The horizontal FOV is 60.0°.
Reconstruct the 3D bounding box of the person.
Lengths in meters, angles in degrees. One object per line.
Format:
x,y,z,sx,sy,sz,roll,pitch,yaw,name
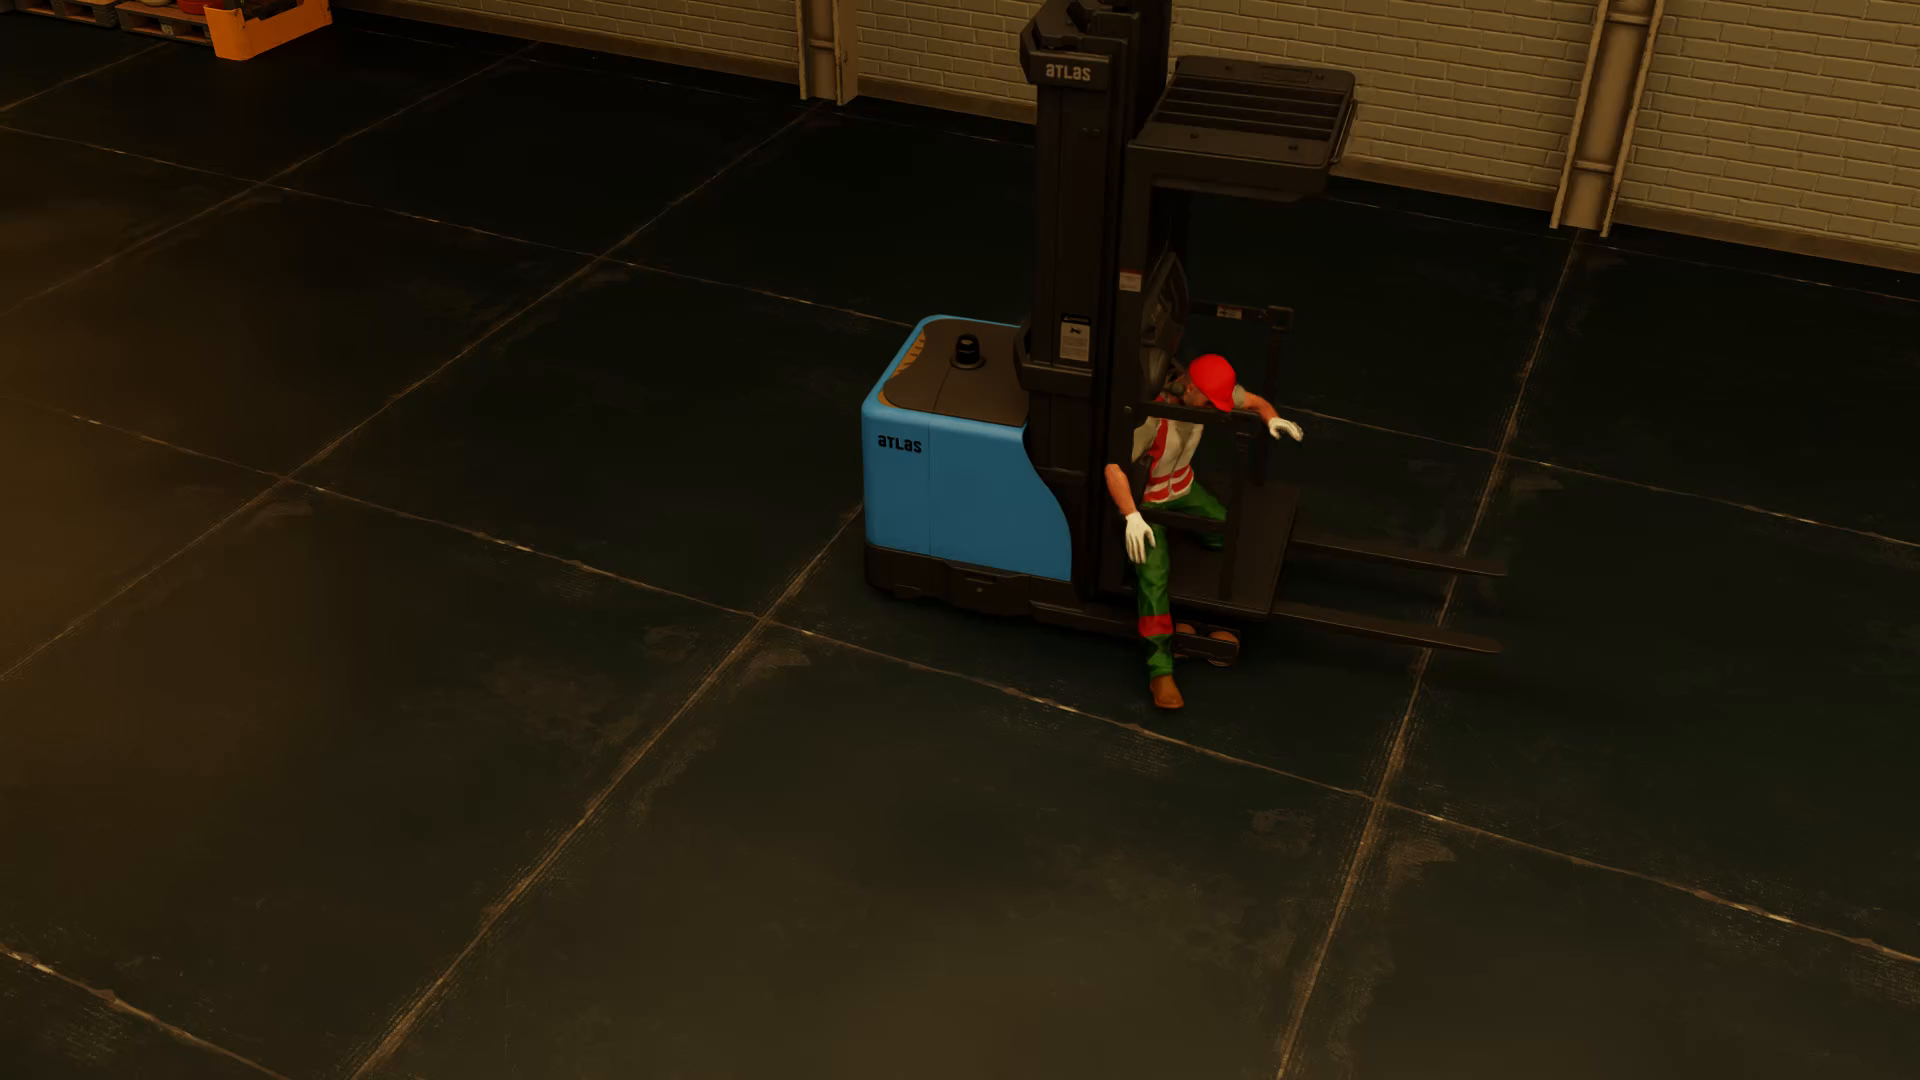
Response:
1.093,-0.126,7.536,1.042,1.460,1.024,-20,40,-25,person

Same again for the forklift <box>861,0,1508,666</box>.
1.102,-0.949,7.417,3.031,2.935,1.130,10,37,14,forklift
